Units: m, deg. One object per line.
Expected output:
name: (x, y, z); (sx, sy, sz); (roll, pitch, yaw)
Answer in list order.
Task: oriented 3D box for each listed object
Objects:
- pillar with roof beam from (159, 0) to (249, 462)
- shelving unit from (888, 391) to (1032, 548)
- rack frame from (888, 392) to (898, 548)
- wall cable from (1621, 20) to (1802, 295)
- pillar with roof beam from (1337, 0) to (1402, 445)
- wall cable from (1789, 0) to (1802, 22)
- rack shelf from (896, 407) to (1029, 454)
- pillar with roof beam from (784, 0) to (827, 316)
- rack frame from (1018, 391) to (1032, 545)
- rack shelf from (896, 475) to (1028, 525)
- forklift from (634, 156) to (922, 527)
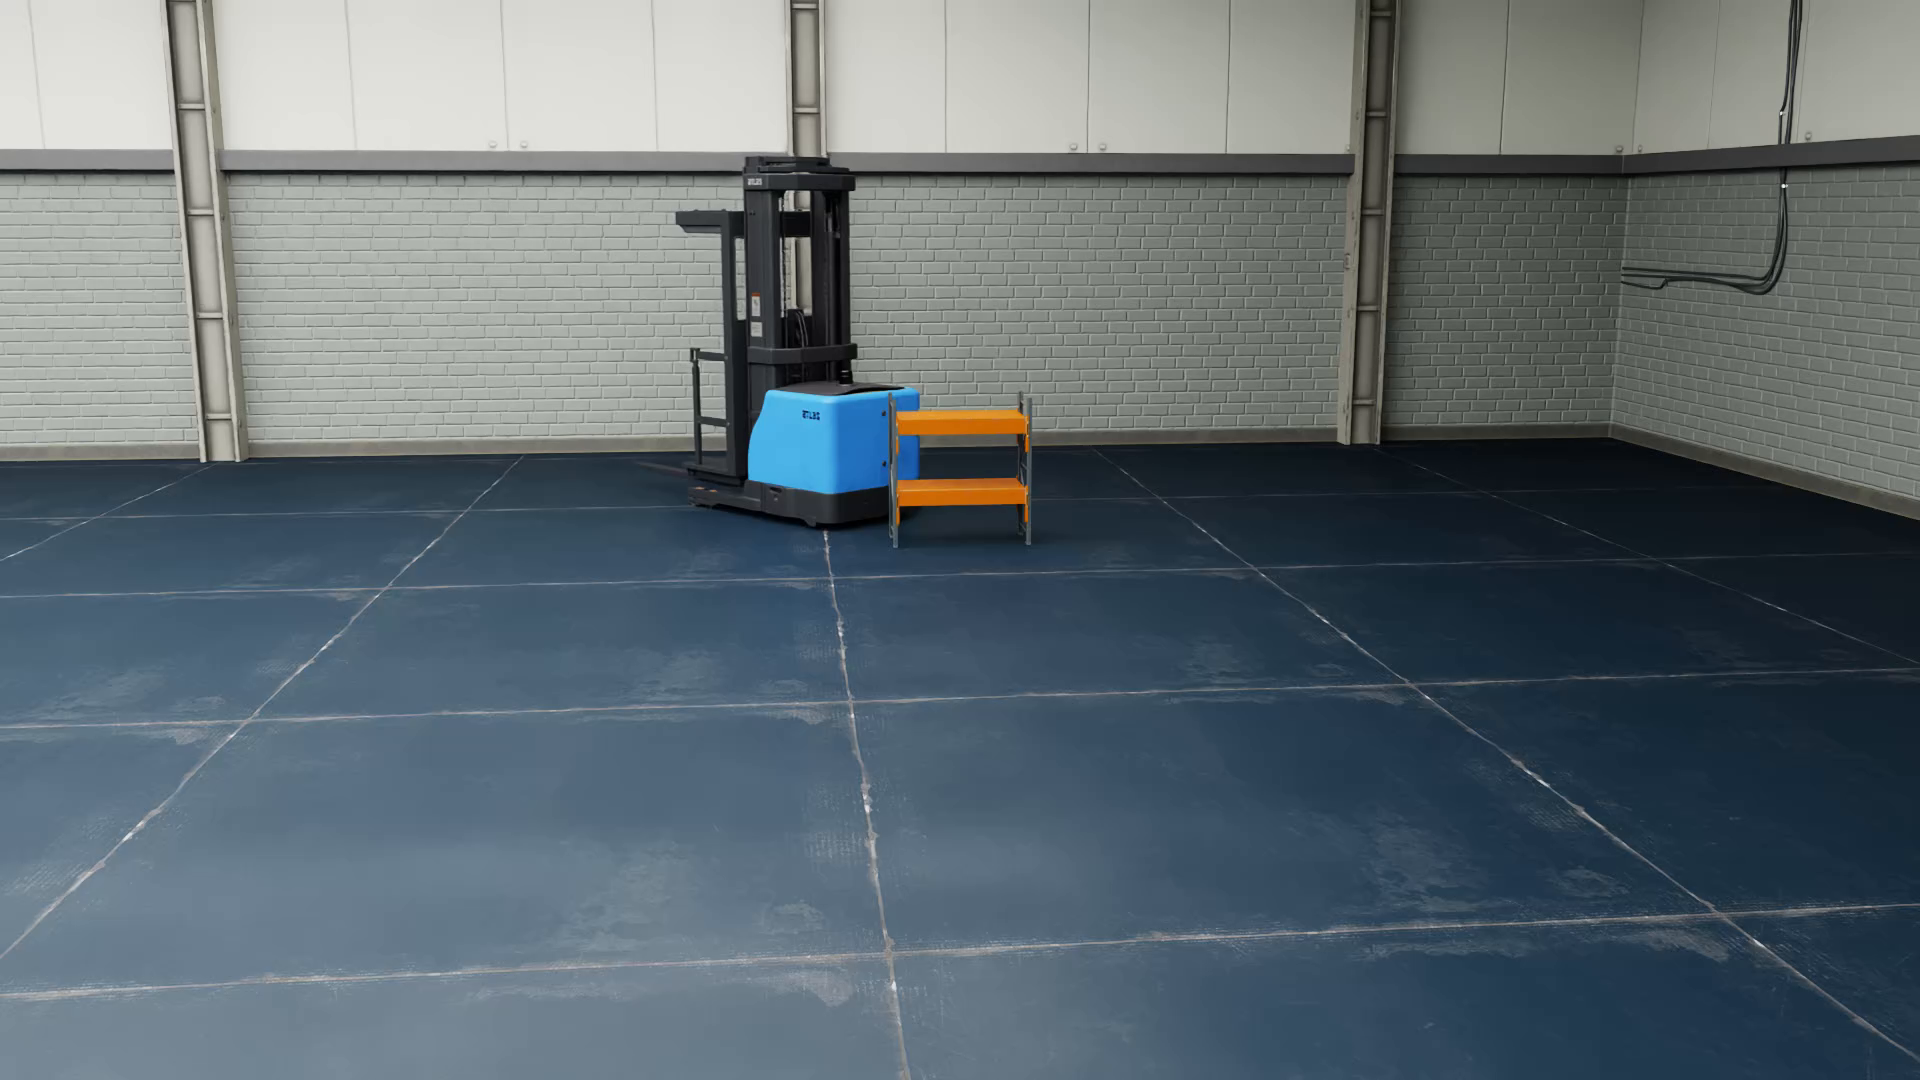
pillar with roof beam: (-7.074, -4.415, 11.996); (0.400, 9.000, 9.100); (-1, 11, -6)
shelving unit: (-0.007, -0.552, 12.759); (1.048, 1.125, 0.538); (-1, 11, -6)
rack frame: (-0.512, -0.541, 12.705); (0.032, 1.125, 0.500); (-1, 11, -6)
wall cable: (7.462, -3.775, 16.789); (0.112, 2.526, 3.097); (-1, 11, -6)
pillar with roof beam: (4.856, -4.665, 13.268); (0.400, 9.000, 9.100); (-1, 11, -6)
wall cable: (7.755, -5.734, 13.663); (0.112, 2.526, 3.097); (-1, 11, -6)
rack shelf: (-0.007, -0.839, 12.702); (1.000, 0.278, 0.538); (-1, 11, -6)
pillar with roof beam: (-1.109, -4.540, 12.632); (0.400, 9.000, 9.100); (-1, 11, -6)
rack frame: (0.499, -0.562, 12.813); (0.032, 1.125, 0.500); (-1, 11, -6)
rack shelf: (-0.007, -0.312, 12.806); (1.000, 0.278, 0.538); (-1, 11, -6)
forklift: (-1.709, -1.765, 14.246); (1.130, 2.935, 3.031); (-11, 15, -43)
